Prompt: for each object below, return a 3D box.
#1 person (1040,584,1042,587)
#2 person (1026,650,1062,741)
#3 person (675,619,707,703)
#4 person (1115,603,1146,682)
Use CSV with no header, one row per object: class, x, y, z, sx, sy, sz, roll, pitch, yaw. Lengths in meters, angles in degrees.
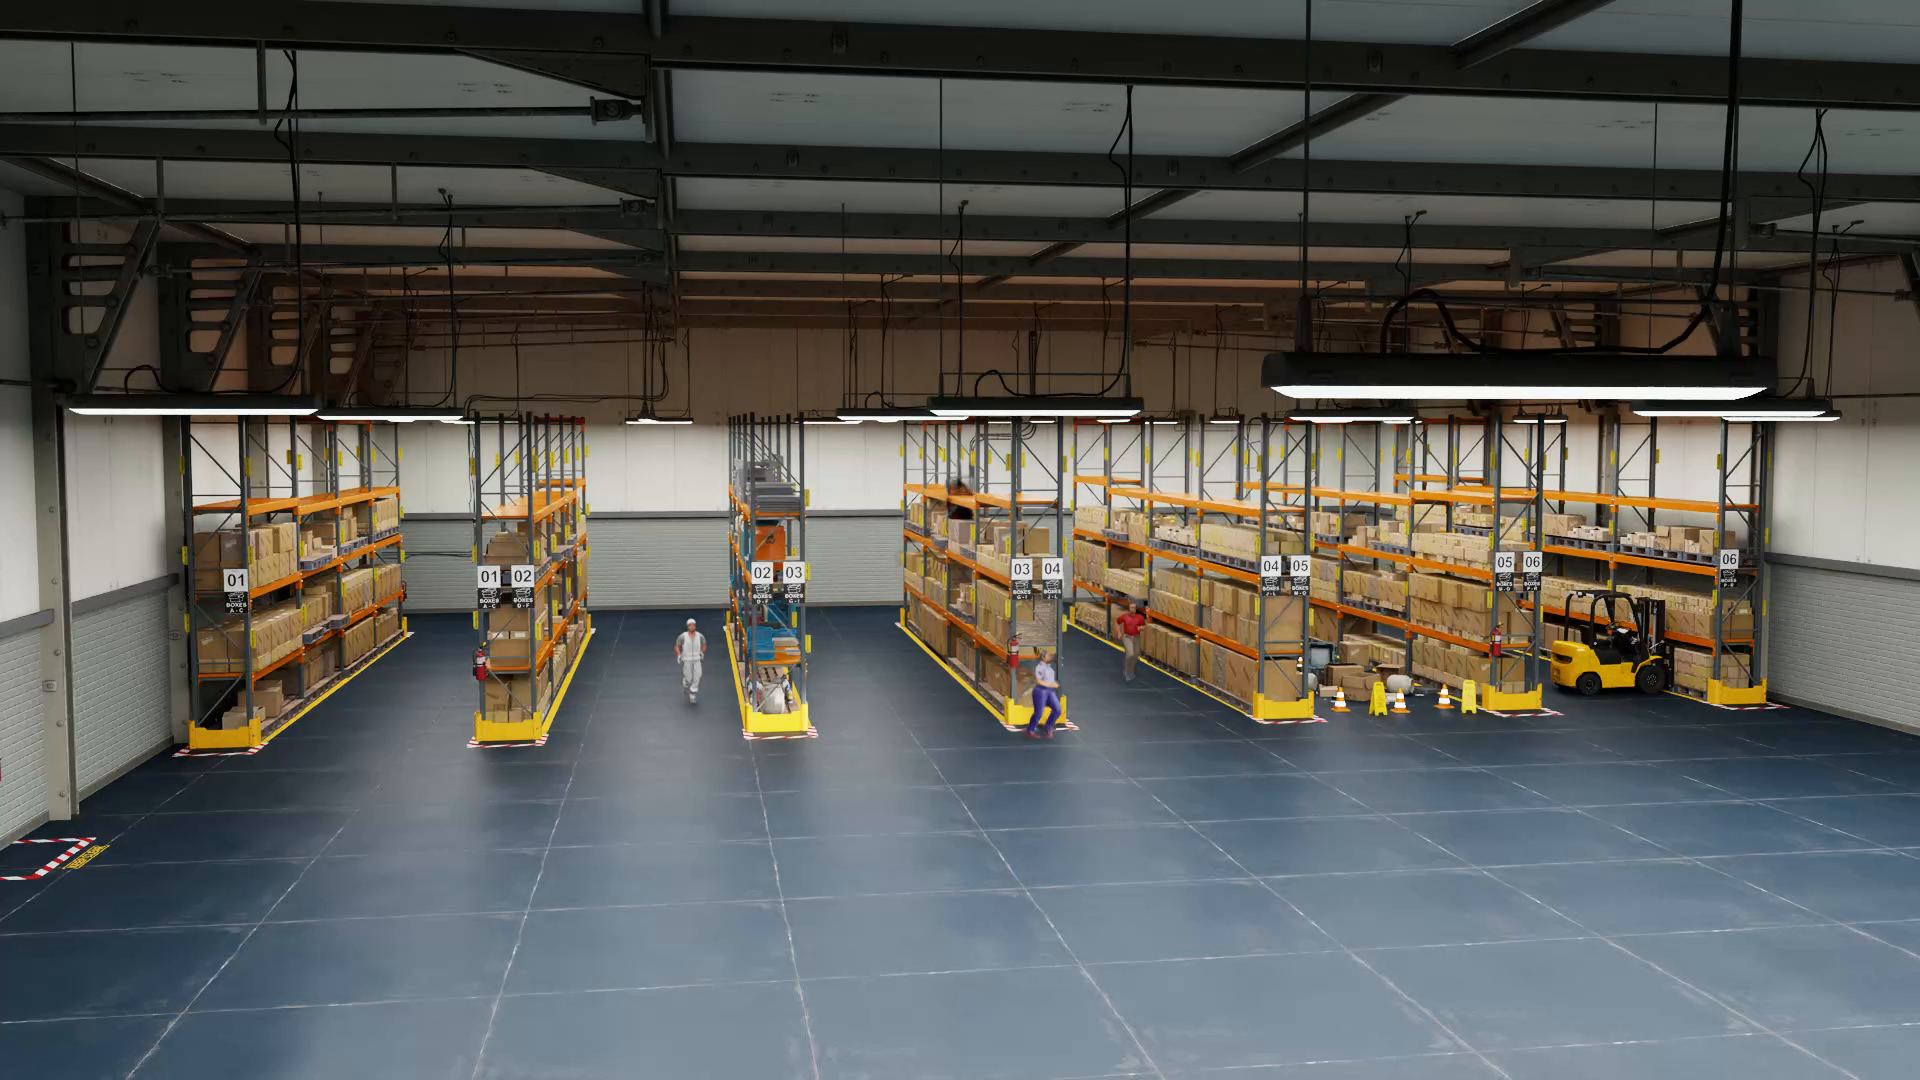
person,2.621,1.555,49.272,0.642,1.685,0.673,-2,4,-30
person,1.566,2.844,30.436,0.678,1.662,0.623,3,5,36
person,-5.576,2.509,34.581,0.657,1.743,0.605,-1,4,-20
person,3.887,2.319,37.592,0.631,1.798,0.768,-1,4,-14
